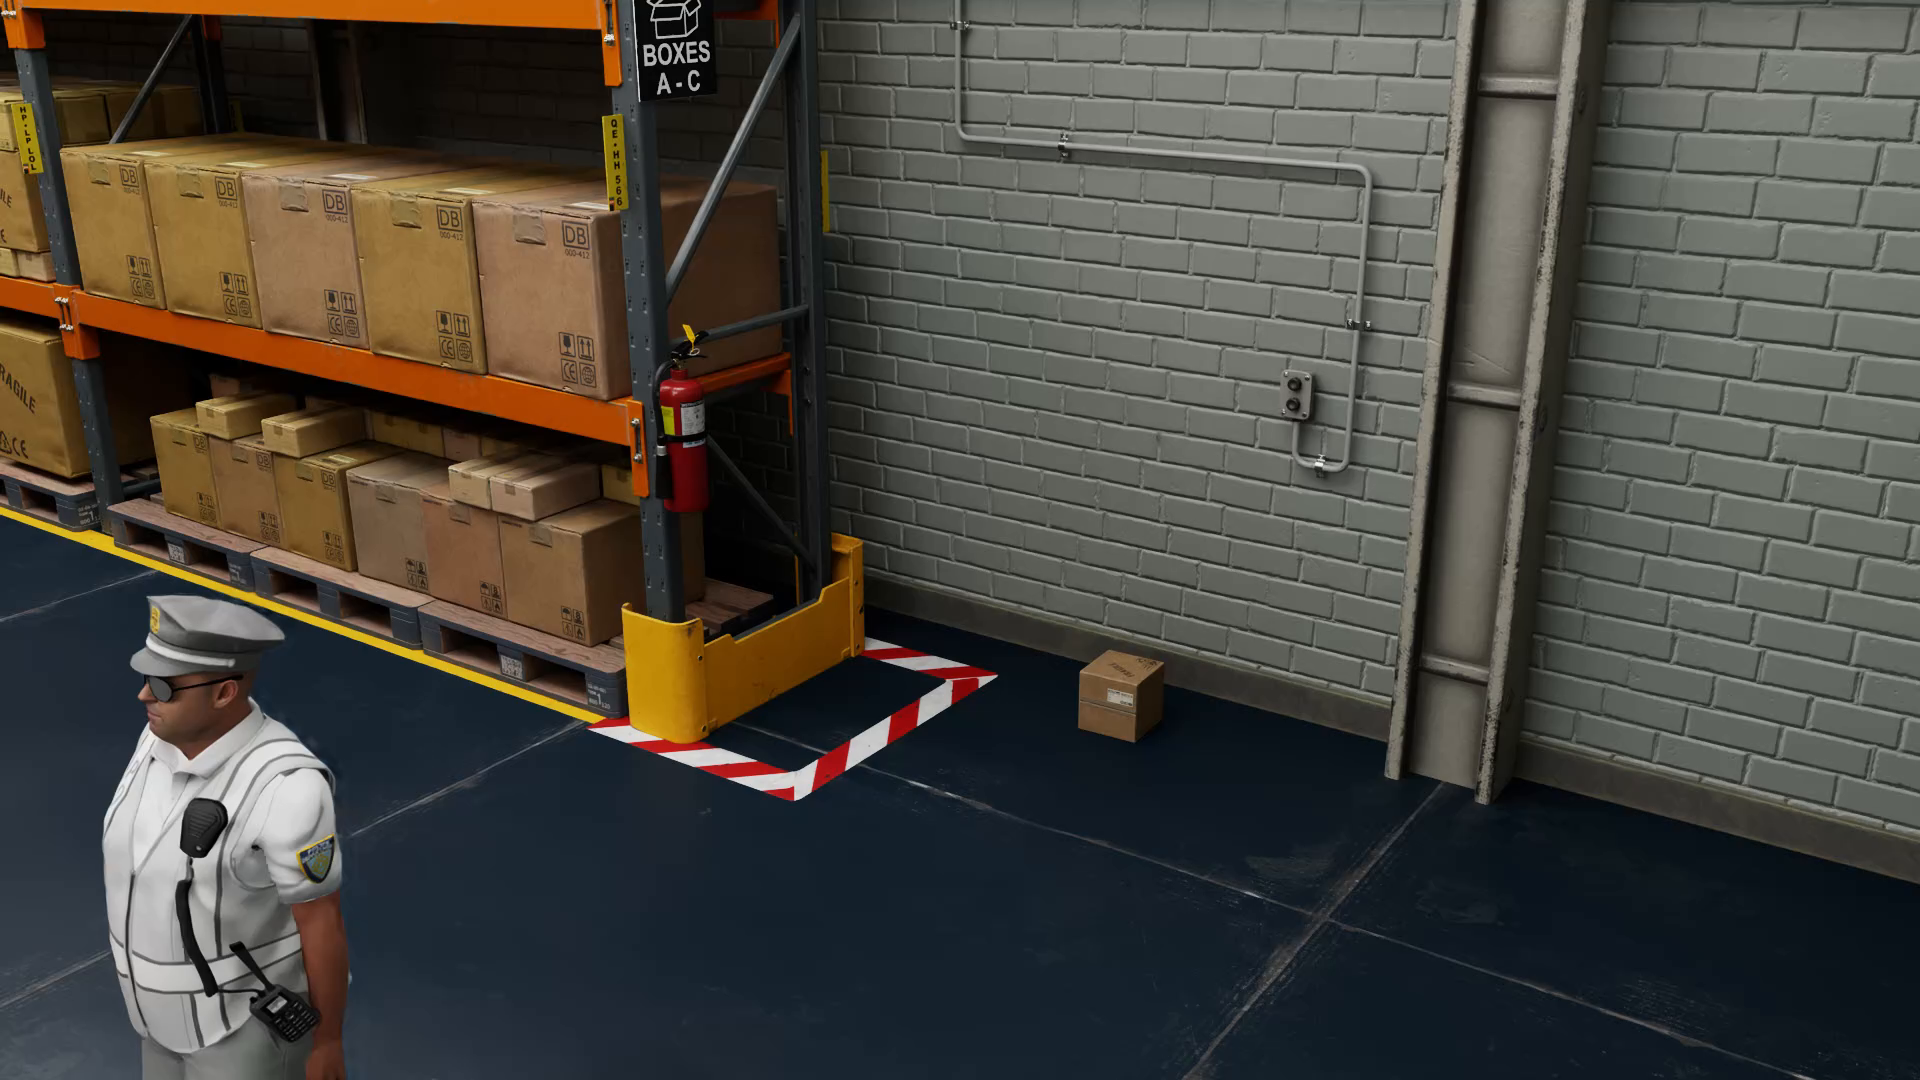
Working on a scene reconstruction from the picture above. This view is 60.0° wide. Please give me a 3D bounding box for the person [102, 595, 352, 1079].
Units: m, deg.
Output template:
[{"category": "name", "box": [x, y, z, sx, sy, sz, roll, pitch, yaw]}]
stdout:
[{"category": "person", "box": [-1.463, 0.916, 3.433, 0.538, 1.747, 0.753, 14, 24, 34]}]
